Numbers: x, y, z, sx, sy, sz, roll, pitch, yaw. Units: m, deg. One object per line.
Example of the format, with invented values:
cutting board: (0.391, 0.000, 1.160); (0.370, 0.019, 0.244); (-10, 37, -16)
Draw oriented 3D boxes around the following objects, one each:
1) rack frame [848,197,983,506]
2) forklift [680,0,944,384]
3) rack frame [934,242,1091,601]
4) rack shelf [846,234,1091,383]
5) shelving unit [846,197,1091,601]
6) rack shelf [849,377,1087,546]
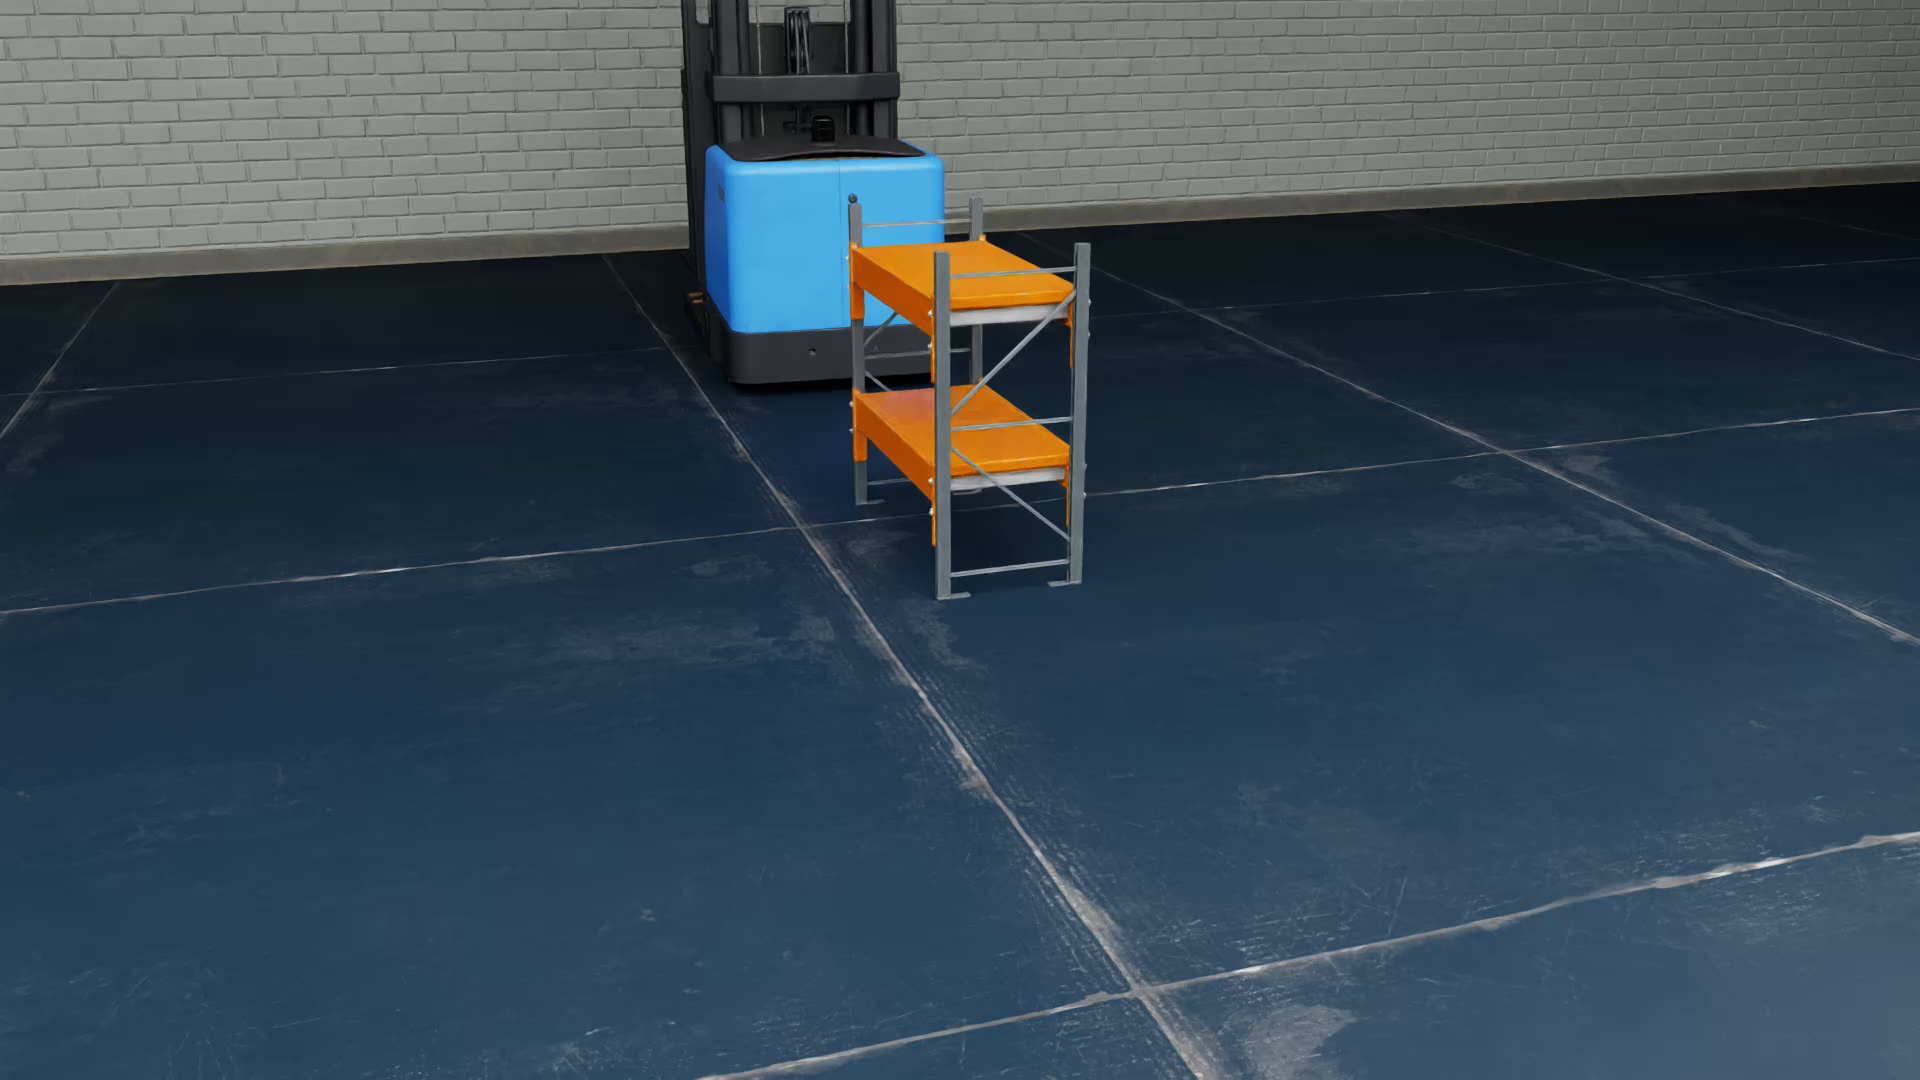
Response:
rack frame: (-0.158, -0.690, 6.174); (0.500, 1.125, 0.032); (-6, 21, -17)
forklift: (-0.927, -2.566, 8.724); (1.130, 2.935, 3.031); (-5, 20, -14)
rack frame: (0.162, -0.364, 5.266); (0.500, 1.125, 0.032); (-6, 21, -17)
rack shelf: (0.002, -0.803, 5.621); (0.538, 0.278, 1.000); (-6, 21, -17)
shelving unit: (0.002, -0.527, 5.720); (0.538, 1.125, 1.048); (-6, 21, -17)
rack shelf: (0.002, -0.297, 5.803); (0.538, 0.278, 1.000); (-6, 21, -17)
